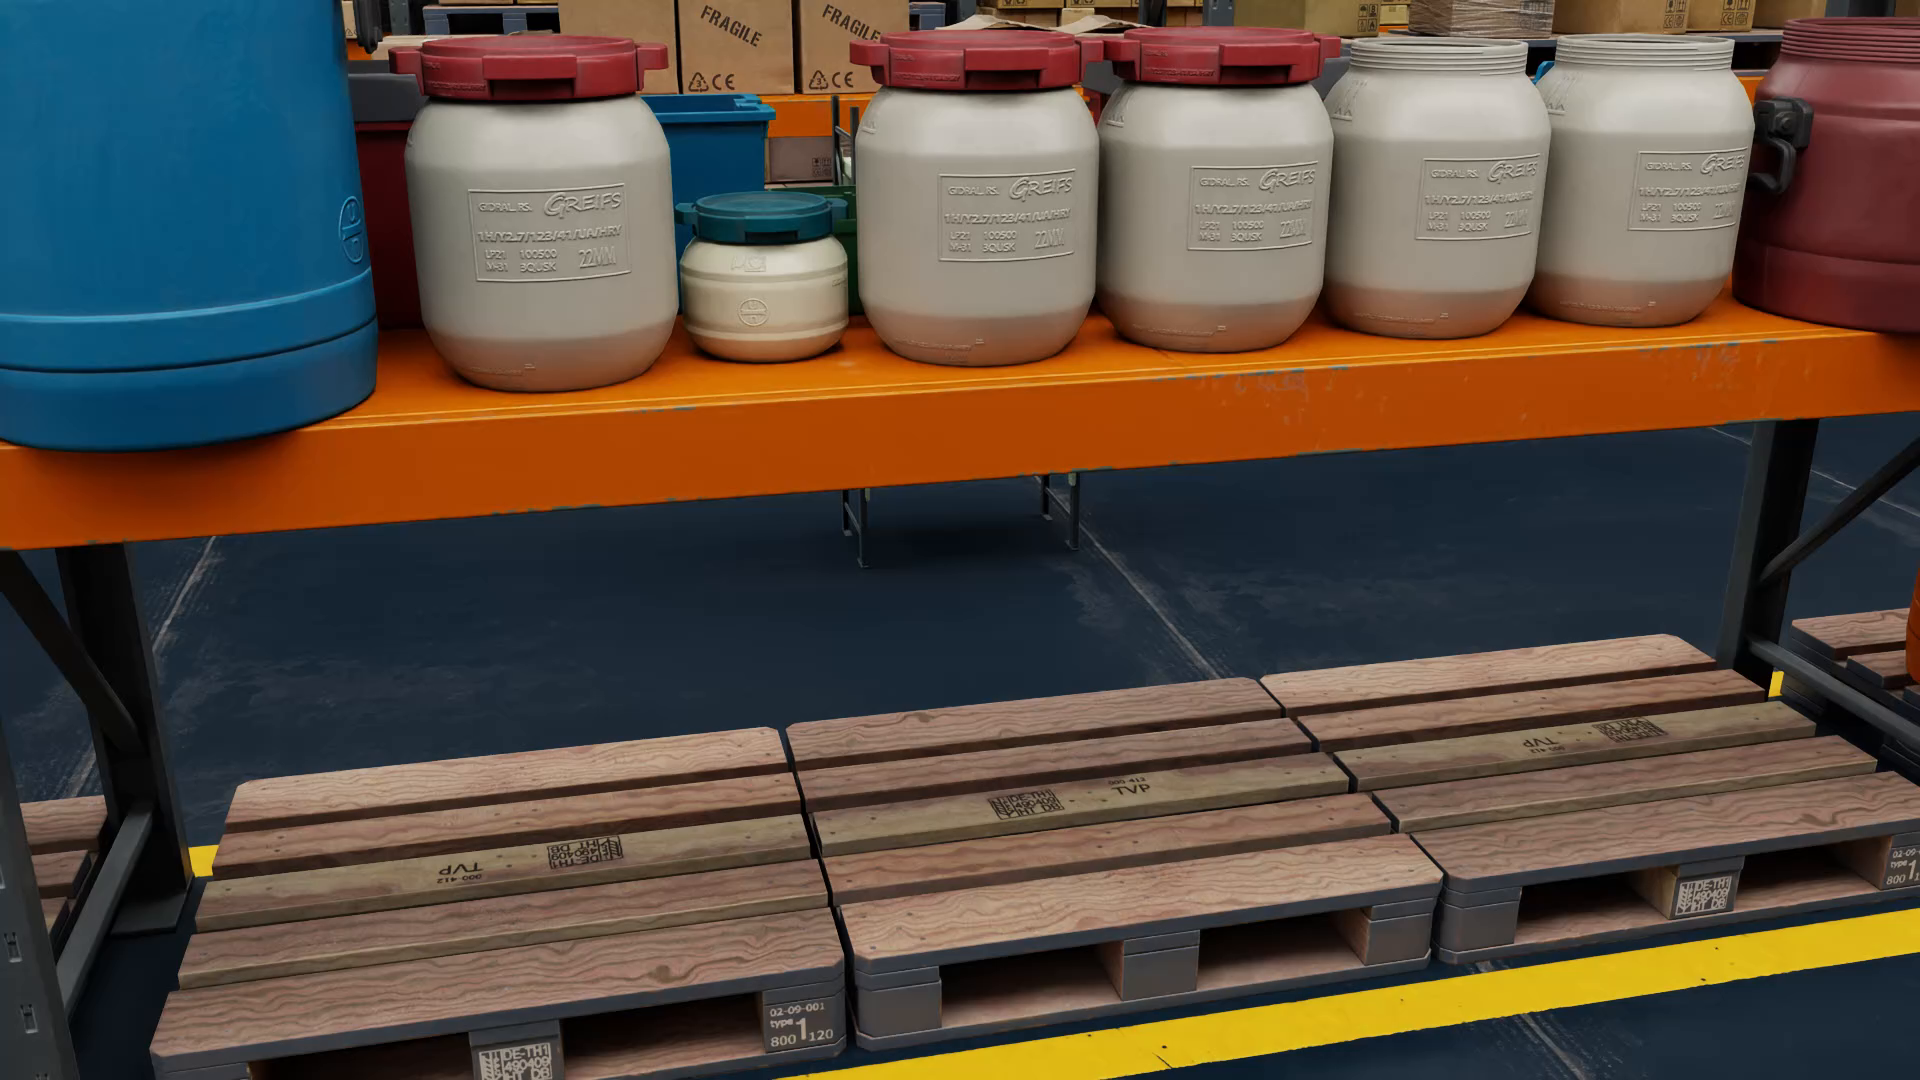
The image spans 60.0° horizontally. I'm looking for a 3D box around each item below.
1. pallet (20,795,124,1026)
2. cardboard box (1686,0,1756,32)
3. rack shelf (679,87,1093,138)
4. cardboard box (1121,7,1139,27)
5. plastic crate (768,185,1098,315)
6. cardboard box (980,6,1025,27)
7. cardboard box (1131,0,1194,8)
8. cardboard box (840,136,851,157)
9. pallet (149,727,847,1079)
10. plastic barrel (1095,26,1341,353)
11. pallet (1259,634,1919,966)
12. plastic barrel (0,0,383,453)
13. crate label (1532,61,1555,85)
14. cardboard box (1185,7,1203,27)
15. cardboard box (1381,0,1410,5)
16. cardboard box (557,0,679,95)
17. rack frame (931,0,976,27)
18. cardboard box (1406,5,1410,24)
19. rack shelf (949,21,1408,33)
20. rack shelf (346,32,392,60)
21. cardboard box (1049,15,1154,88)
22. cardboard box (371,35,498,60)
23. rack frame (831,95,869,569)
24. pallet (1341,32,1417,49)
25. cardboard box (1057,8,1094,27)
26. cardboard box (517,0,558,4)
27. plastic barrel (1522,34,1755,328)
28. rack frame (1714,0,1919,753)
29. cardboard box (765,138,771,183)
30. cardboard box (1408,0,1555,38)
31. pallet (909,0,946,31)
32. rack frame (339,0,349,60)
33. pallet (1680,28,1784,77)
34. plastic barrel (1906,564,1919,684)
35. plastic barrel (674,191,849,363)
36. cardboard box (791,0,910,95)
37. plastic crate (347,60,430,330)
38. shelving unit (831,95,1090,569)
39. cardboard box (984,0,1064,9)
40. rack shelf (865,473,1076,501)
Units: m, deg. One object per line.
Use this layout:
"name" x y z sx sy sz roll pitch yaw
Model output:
"pallet" -2.329 0.872 3.126 1.213 0.211 1.003 -5 21 -12
"cardboard box" 3.816 -2.974 8.815 0.500 0.500 0.700 -1 20 -4
"rack shelf" -0.856 -1.955 7.837 4.000 0.370 1.077 -5 21 -12
"cardboard box" 1.313 -4.043 12.828 0.250 0.149 0.380 -4 21 -11
"plastic crate" -0.036 -0.609 3.424 0.662 0.188 0.450 -5 21 -12
"cardboard box" 0.320 -3.949 12.570 0.250 0.149 0.380 -5 21 -13
"cardboard box" 1.473 -4.335 12.681 0.500 0.500 0.500 -5 21 -13
"cardboard box" -0.742 -3.067 12.822 0.500 0.500 0.700 -4 21 -12
"pallet" -0.911 0.758 3.438 1.213 0.211 1.003 -5 21 -12
"plastic barrel" 0.450 -0.635 2.989 0.433 0.535 0.433 0 20 0
"pallet" 1.464 0.565 3.966 1.213 0.211 1.003 -5 21 -12
"plastic barrel" -1.221 -0.641 2.474 0.708 0.901 0.600 -5 21 -12
"crate label" 1.197 -0.821 3.644 0.616 0.435 0.502 -5 21 -12
"cardboard box" 1.811 -4.074 12.911 0.250 0.149 0.380 -5 21 -12
"cardboard box" 3.448 -4.501 13.133 0.500 0.500 0.500 -5 21 -13
"cardboard box" -1.539 -2.278 7.528 0.500 0.500 0.500 -3 20 -9
"rack frame" -0.053 -4.109 12.671 0.127 3.000 1.000 -5 21 -12
"cardboard box" 3.576 -4.195 13.243 0.250 0.149 0.380 -4 21 -12
"rack shelf" 1.893 -3.929 13.227 4.000 0.370 1.077 -5 21 -12
"rack shelf" -5.892 -3.296 11.498 4.000 0.370 1.077 -5 21 -12
"cardboard box" 0.726 -2.395 8.122 0.500 0.311 0.500 -3 20 -9
"cardboard box" -2.333 -2.118 7.453 0.500 0.250 0.500 -3 20 -9
"rack frame" -0.363 -0.675 5.476 0.023 1.500 0.400 -5 21 -12
"pallet" 1.734 -2.438 8.389 1.003 0.211 1.213 -5 21 -12
"cardboard box" 0.846 -3.959 12.597 0.250 0.149 0.380 -4 20 -11
"cardboard box" -2.897 -4.117 11.907 0.500 0.500 0.700 -3 20 -7
"plastic barrel" 1.274 -0.692 3.181 0.421 0.512 0.421 0 20 0
"rack frame" 2.226 -0.793 3.618 0.127 3.000 1.000 -5 21 -12
"cardboard box" -1.747 -3.017 12.684 0.500 0.500 0.700 -5 21 -13
"cardboard box" 2.611 -2.791 8.318 0.500 0.500 0.700 -1 20 -2
"pallet" -0.722 -3.927 12.452 1.003 0.211 1.213 -5 21 -12
"rack frame" -2.802 -2.135 7.281 0.127 3.000 1.000 -5 21 -12
"pallet" 4.180 -2.651 8.969 1.213 0.211 1.003 -5 21 -12
"plastic barrel" 2.699 -0.015 4.040 0.708 0.830 0.600 -5 21 -12
"plastic barrel" -0.343 -0.465 2.923 0.301 0.262 0.301 0 20 0
"cardboard box" -0.539 -2.360 7.750 0.500 0.500 0.500 -6 21 -15
"plastic crate" -1.265 -0.647 3.127 0.583 0.464 0.402 -5 21 -12
"shelving unit" -0.006 -0.704 5.555 0.755 1.500 0.431 -5 21 -12
"cardboard box" 0.478 -4.258 12.470 0.500 0.500 0.500 -4 21 -11
"rack shelf" -0.006 -0.398 5.667 0.720 0.370 0.431 -5 21 -12
